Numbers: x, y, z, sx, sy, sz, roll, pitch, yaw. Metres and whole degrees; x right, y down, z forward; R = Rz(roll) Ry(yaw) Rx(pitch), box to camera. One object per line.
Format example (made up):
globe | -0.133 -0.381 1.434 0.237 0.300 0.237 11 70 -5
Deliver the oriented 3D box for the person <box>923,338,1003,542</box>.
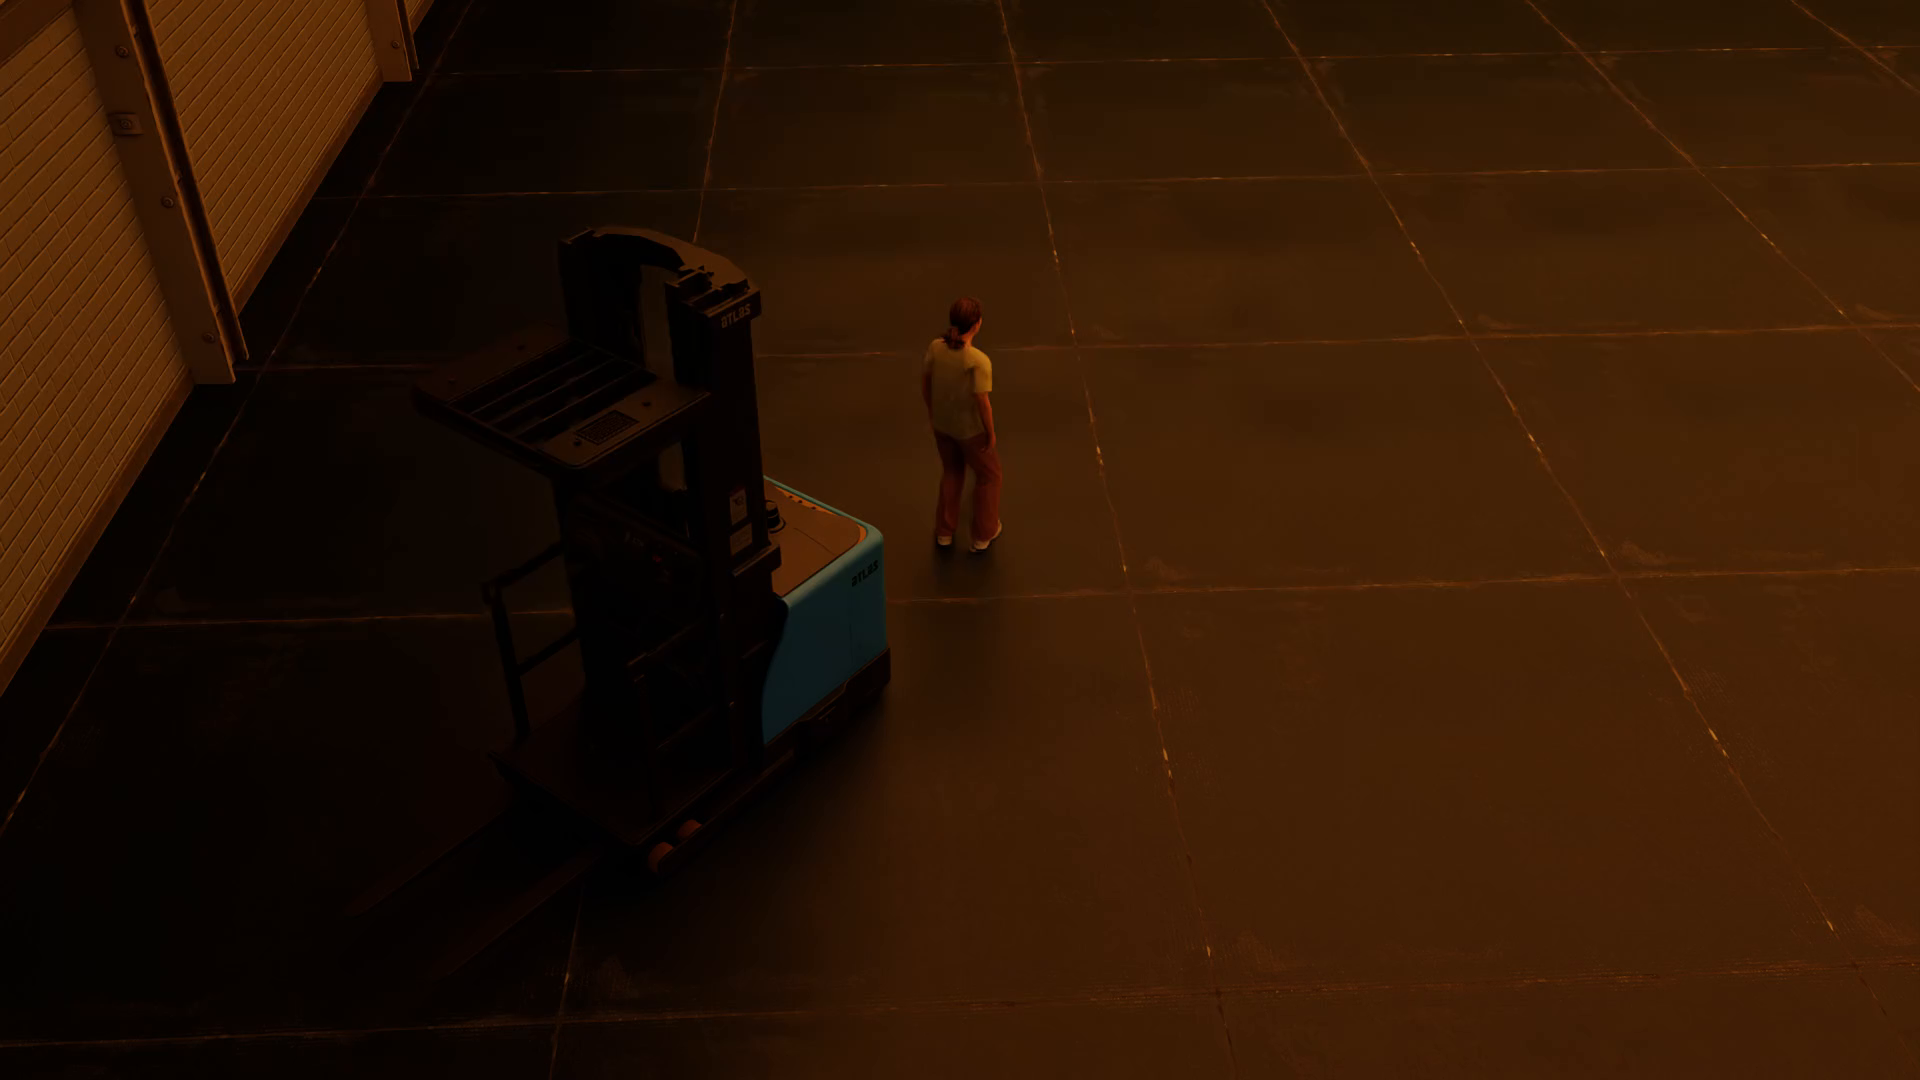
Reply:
person | 0.002 -0.616 10.090 0.494 1.371 0.334 25 43 31

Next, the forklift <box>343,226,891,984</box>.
forklift | -1.685 0.146 7.810 1.130 2.935 3.031 24 43 30
